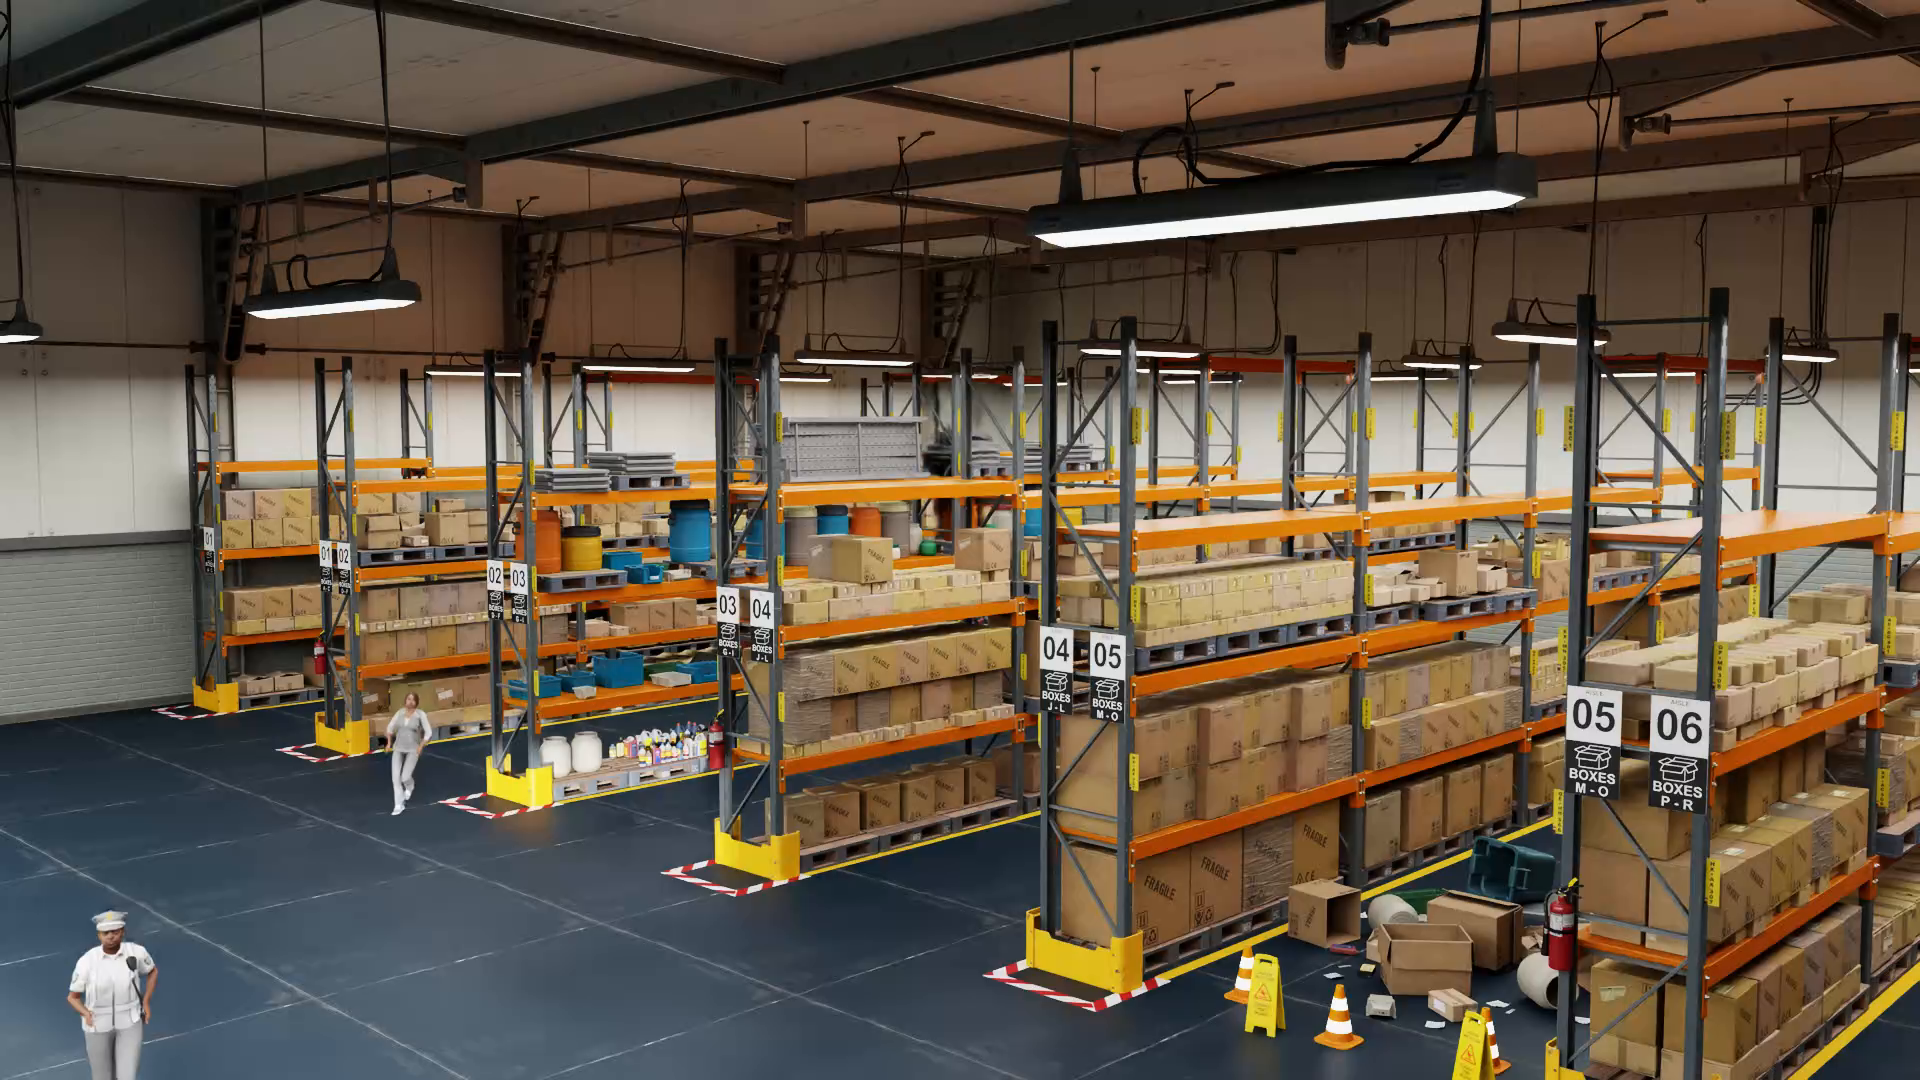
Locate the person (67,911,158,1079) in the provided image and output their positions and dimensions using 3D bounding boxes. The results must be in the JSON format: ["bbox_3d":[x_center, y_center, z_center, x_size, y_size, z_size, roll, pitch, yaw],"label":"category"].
[{"bbox_3d":[-5.964,3.429,11.739,0.579,1.692,0.851,-2,5,-27],"label":"person"}]

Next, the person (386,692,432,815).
[{"bbox_3d":[-7.172,2.752,21.600,0.586,1.563,0.511,0,4,1],"label":"person"}]
